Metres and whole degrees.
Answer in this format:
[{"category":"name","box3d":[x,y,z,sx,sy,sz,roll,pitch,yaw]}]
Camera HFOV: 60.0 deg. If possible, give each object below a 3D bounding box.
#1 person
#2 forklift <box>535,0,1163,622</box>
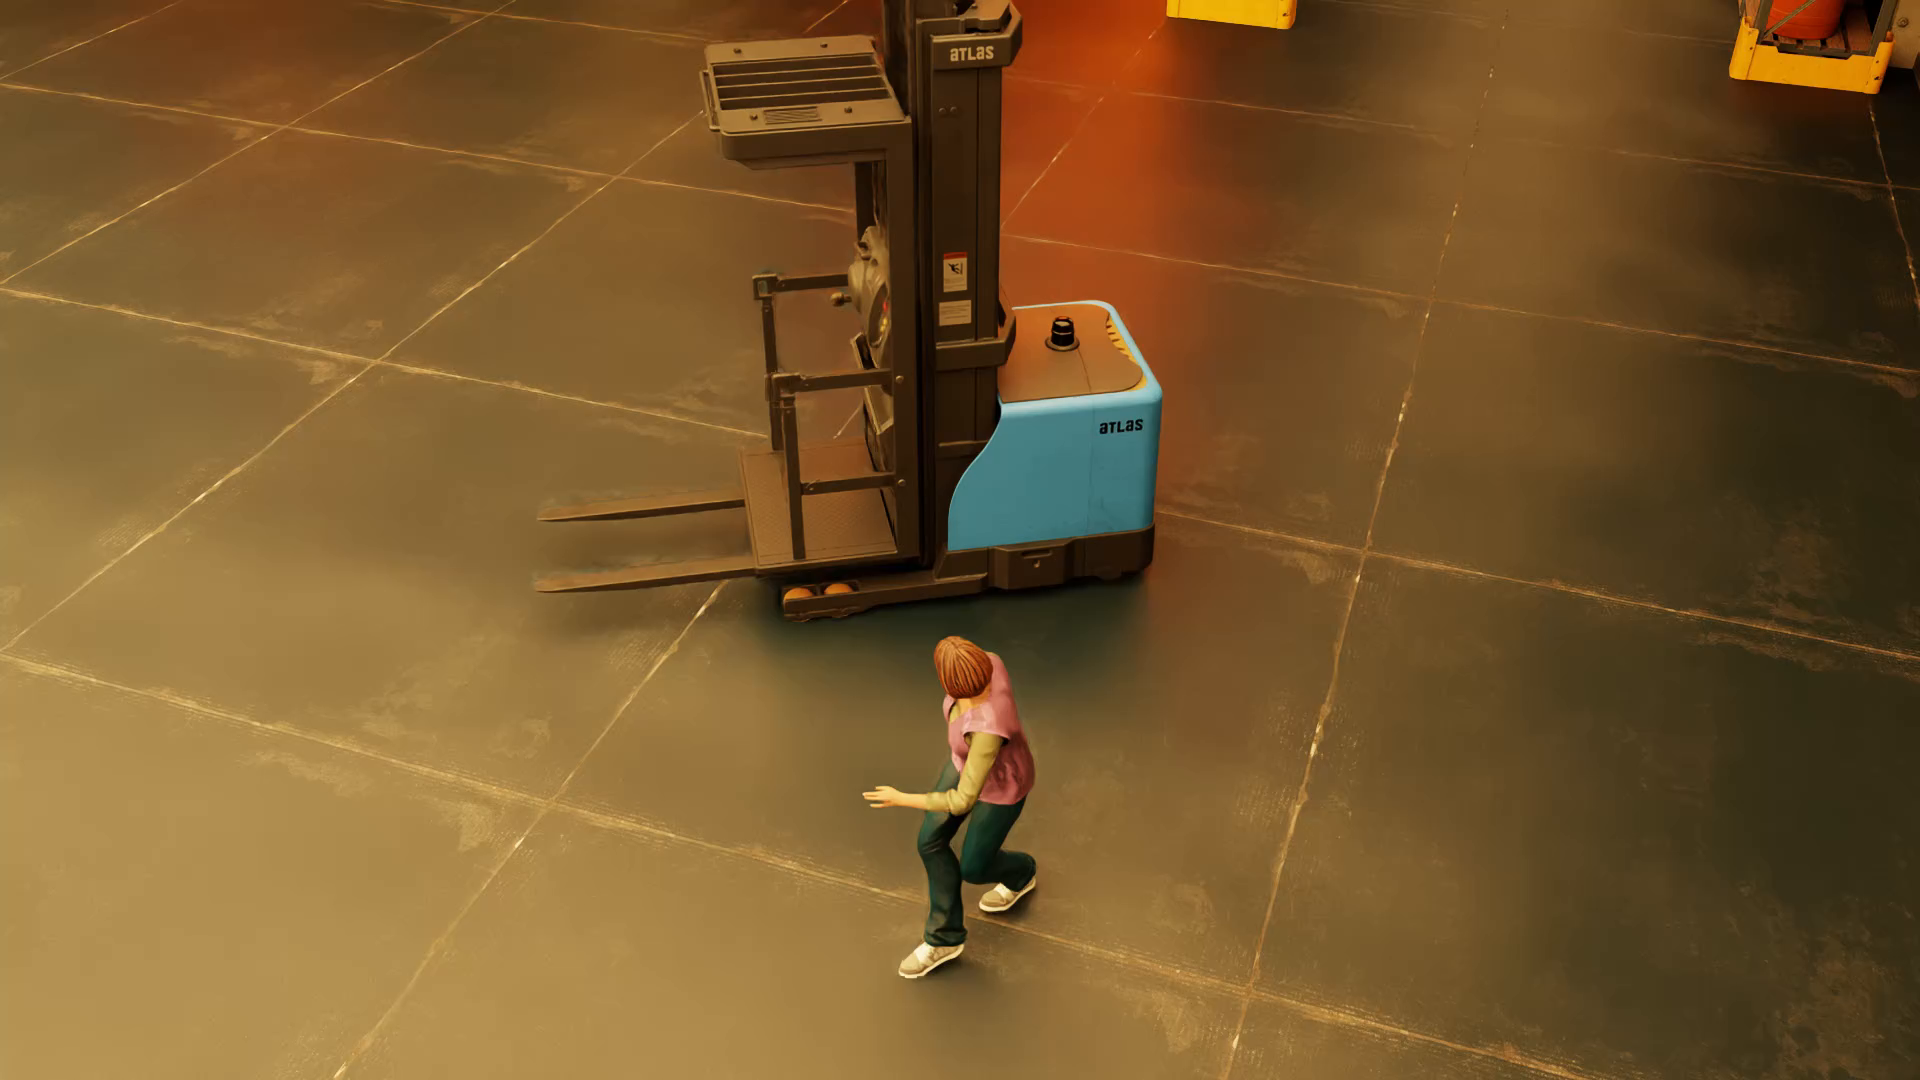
[{"category":"person","box3d":[-0.040,0.920,6.183,0.743,1.372,0.656,-17,39,-22]},{"category":"forklift","box3d":[-0.599,-1.128,7.702,3.031,2.935,1.130,-6,36,-9]}]
